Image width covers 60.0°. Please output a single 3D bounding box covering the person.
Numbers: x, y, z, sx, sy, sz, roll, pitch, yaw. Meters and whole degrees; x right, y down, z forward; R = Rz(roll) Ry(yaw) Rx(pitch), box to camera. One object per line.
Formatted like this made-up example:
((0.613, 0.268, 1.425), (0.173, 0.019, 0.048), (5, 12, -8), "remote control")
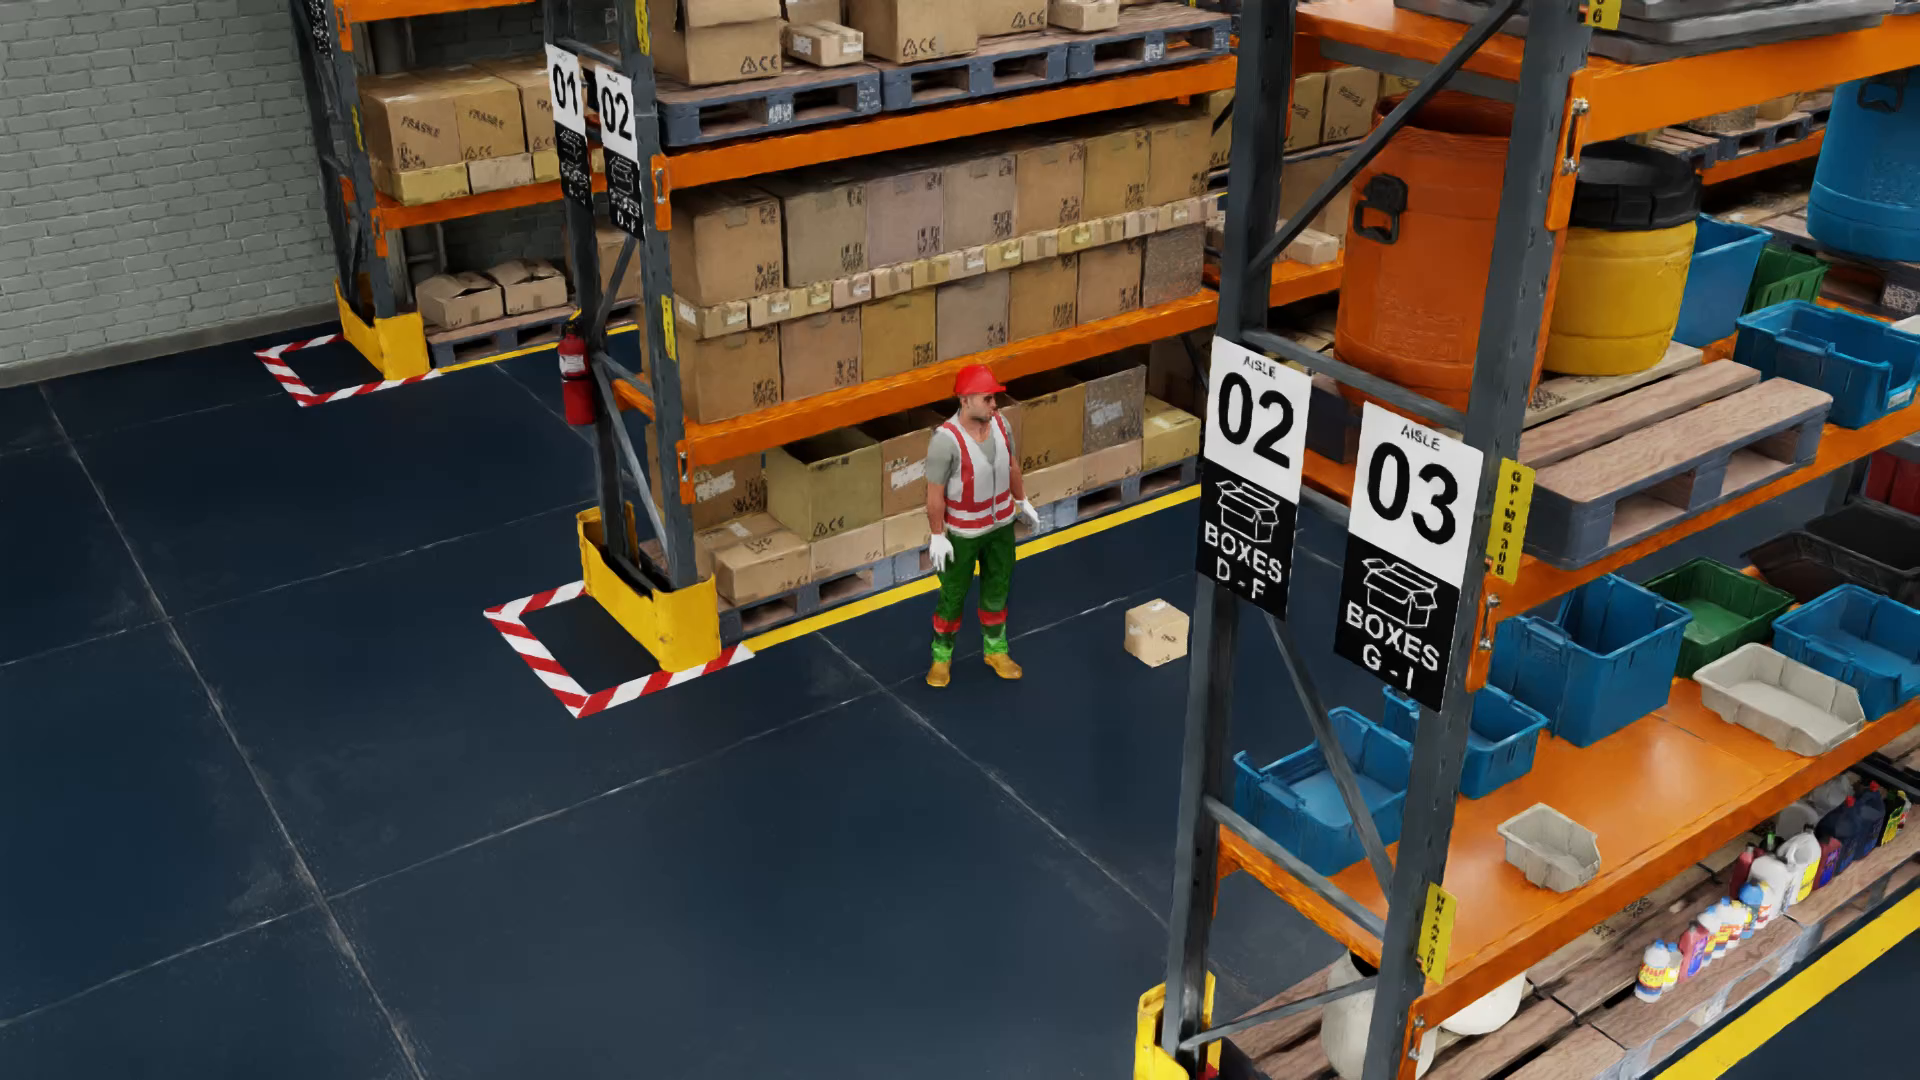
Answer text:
((0.120, -0.082, 8.701), (0.668, 1.791, 0.449), (-20, 34, -32), "person")
